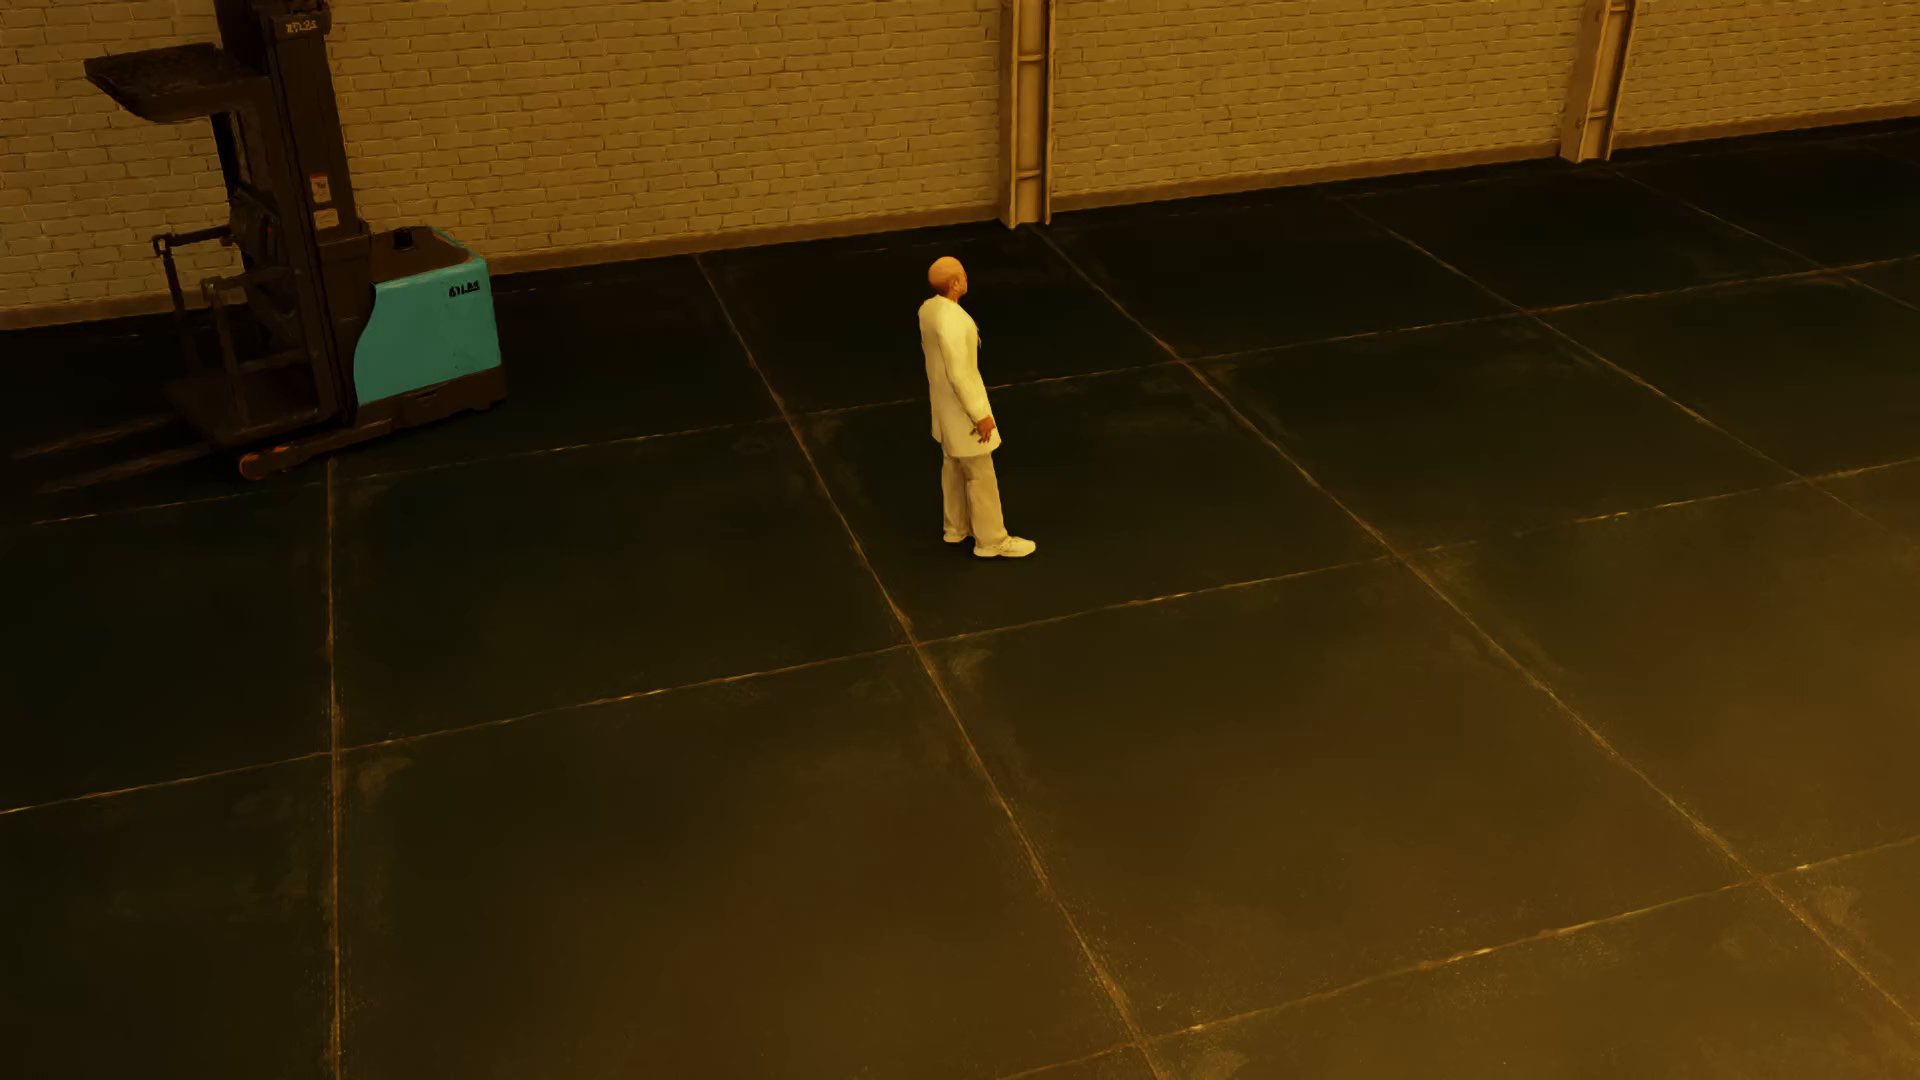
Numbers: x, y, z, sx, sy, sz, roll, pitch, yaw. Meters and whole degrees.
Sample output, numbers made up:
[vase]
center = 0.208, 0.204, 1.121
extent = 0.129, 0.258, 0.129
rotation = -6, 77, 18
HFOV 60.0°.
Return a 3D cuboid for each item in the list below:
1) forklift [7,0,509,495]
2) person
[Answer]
[forklift]
center = -4.632, -1.951, 10.478
extent = 3.031, 2.935, 1.130
rotation = -22, 36, -33
[person]
center = 0.088, -0.789, 9.600
extent = 0.579, 1.776, 0.694
rotation = -10, 31, -16
